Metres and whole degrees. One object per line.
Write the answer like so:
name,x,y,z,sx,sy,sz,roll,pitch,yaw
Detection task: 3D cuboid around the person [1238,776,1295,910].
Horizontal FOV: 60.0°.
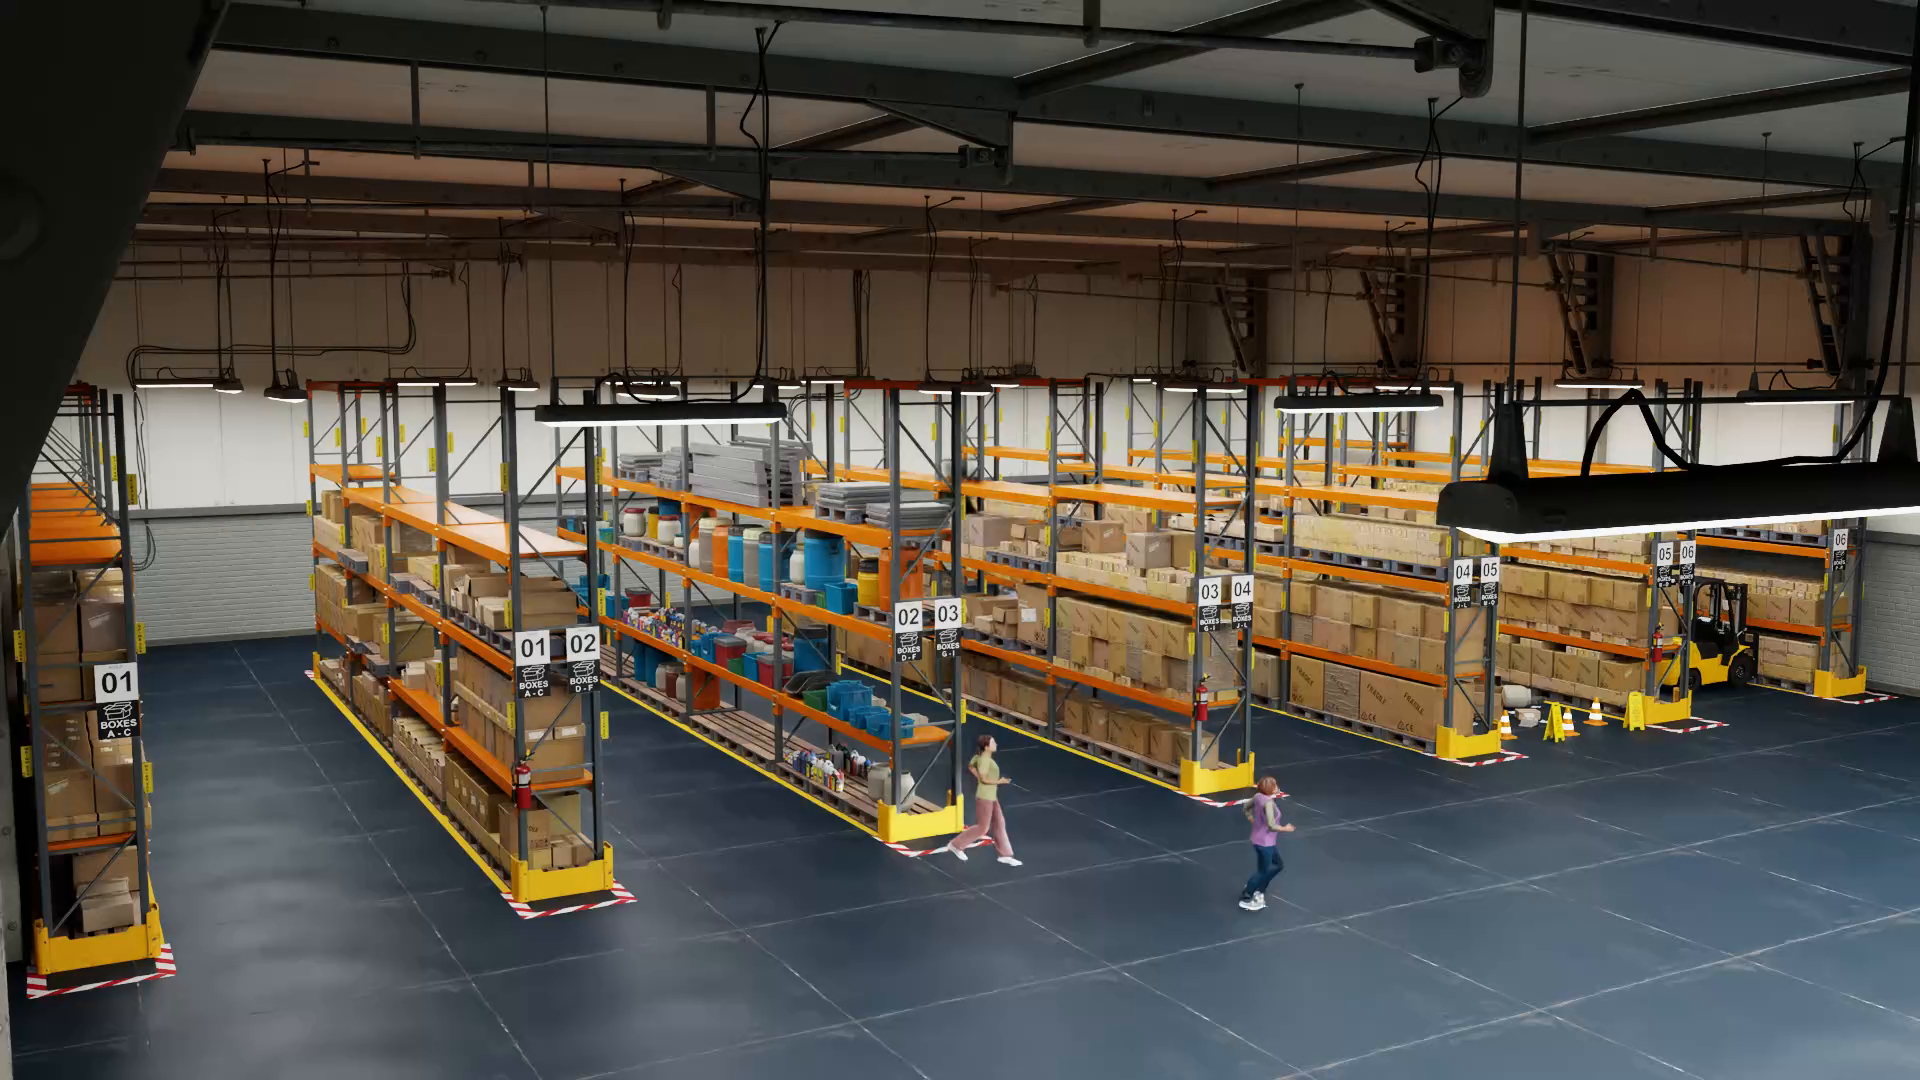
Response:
person,3.544,3.505,19.229,0.643,1.584,0.558,0,6,-1

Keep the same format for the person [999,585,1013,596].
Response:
person,1.164,0.931,42.704,0.813,1.743,0.652,-4,7,-33

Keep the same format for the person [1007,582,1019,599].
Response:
person,1.239,1.711,36.201,0.635,1.599,0.604,-4,7,-32

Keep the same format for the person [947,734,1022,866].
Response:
person,0.309,3.275,20.935,0.942,1.686,0.587,0,6,1
